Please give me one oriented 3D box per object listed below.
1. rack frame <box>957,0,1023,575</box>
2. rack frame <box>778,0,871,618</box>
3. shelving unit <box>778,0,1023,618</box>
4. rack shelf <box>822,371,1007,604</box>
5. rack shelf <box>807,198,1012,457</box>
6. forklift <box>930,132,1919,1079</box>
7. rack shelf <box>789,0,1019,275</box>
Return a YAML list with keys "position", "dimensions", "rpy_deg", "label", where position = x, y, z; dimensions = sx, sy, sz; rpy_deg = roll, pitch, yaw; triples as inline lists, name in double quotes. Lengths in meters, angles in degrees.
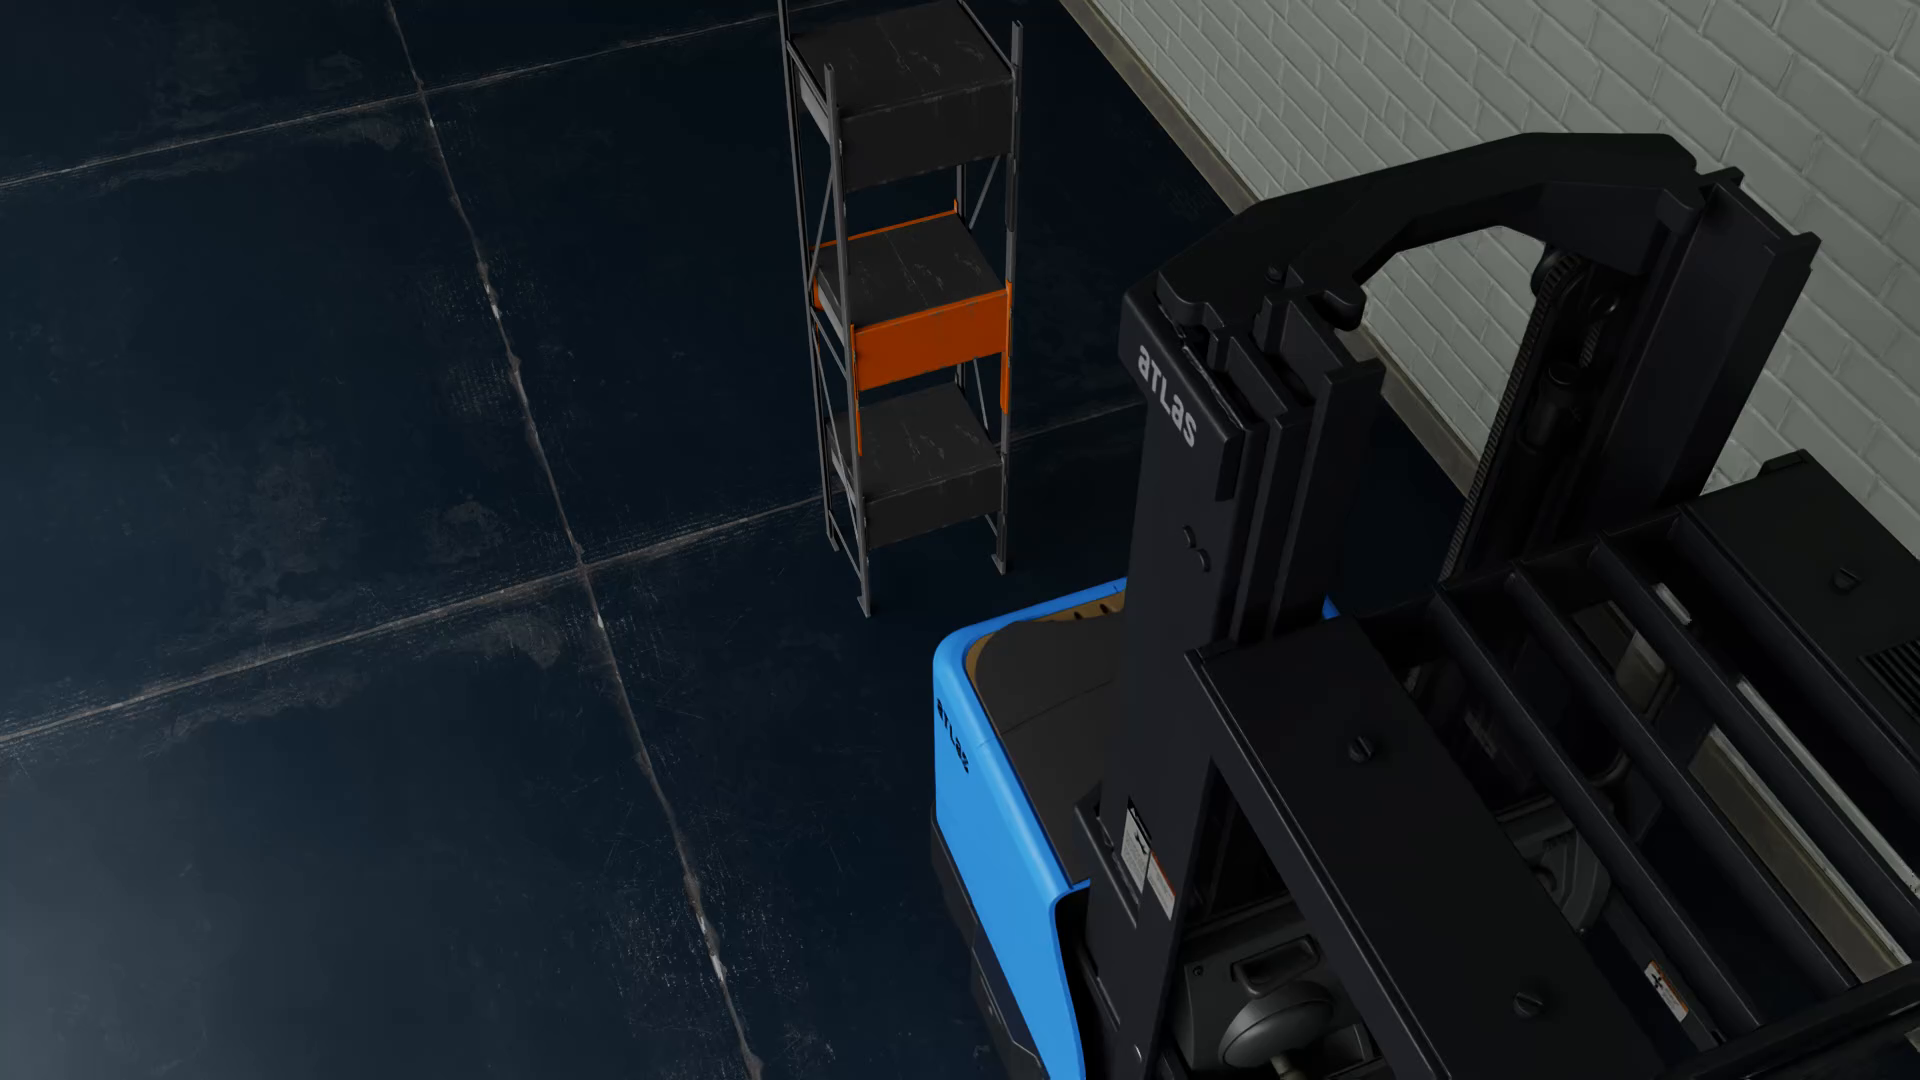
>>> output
- position: [0.073, -0.707, 4.973]
  dimensions: [0.015, 2.100, 0.400]
  rpy_deg: [-17, 52, -14]
  label: "rack frame"
- position: [-0.379, -0.567, 4.853]
  dimensions: [0.015, 2.100, 0.400]
  rpy_deg: [-17, 52, -14]
  label: "rack frame"
- position: [-0.153, -0.637, 4.913]
  dimensions: [0.503, 2.100, 0.431]
  rpy_deg: [-17, 52, -14]
  label: "shelving unit"
- position: [-0.153, -0.172, 5.454]
  dimensions: [0.480, 0.518, 0.431]
  rpy_deg: [-17, 52, -14]
  label: "rack shelf"
- position: [-0.153, -0.628, 4.923]
  dimensions: [0.480, 0.518, 0.431]
  rpy_deg: [-17, 52, -14]
  label: "rack shelf"
- position: [0.929, 0.892, 3.052]
  dimensions: [1.130, 2.935, 3.031]
  rpy_deg: [-17, 51, -14]
  label: "forklift"
- position: [-0.153, -1.084, 4.392]
  dimensions: [0.480, 0.518, 0.431]
  rpy_deg: [-17, 52, -14]
  label: "rack shelf"
